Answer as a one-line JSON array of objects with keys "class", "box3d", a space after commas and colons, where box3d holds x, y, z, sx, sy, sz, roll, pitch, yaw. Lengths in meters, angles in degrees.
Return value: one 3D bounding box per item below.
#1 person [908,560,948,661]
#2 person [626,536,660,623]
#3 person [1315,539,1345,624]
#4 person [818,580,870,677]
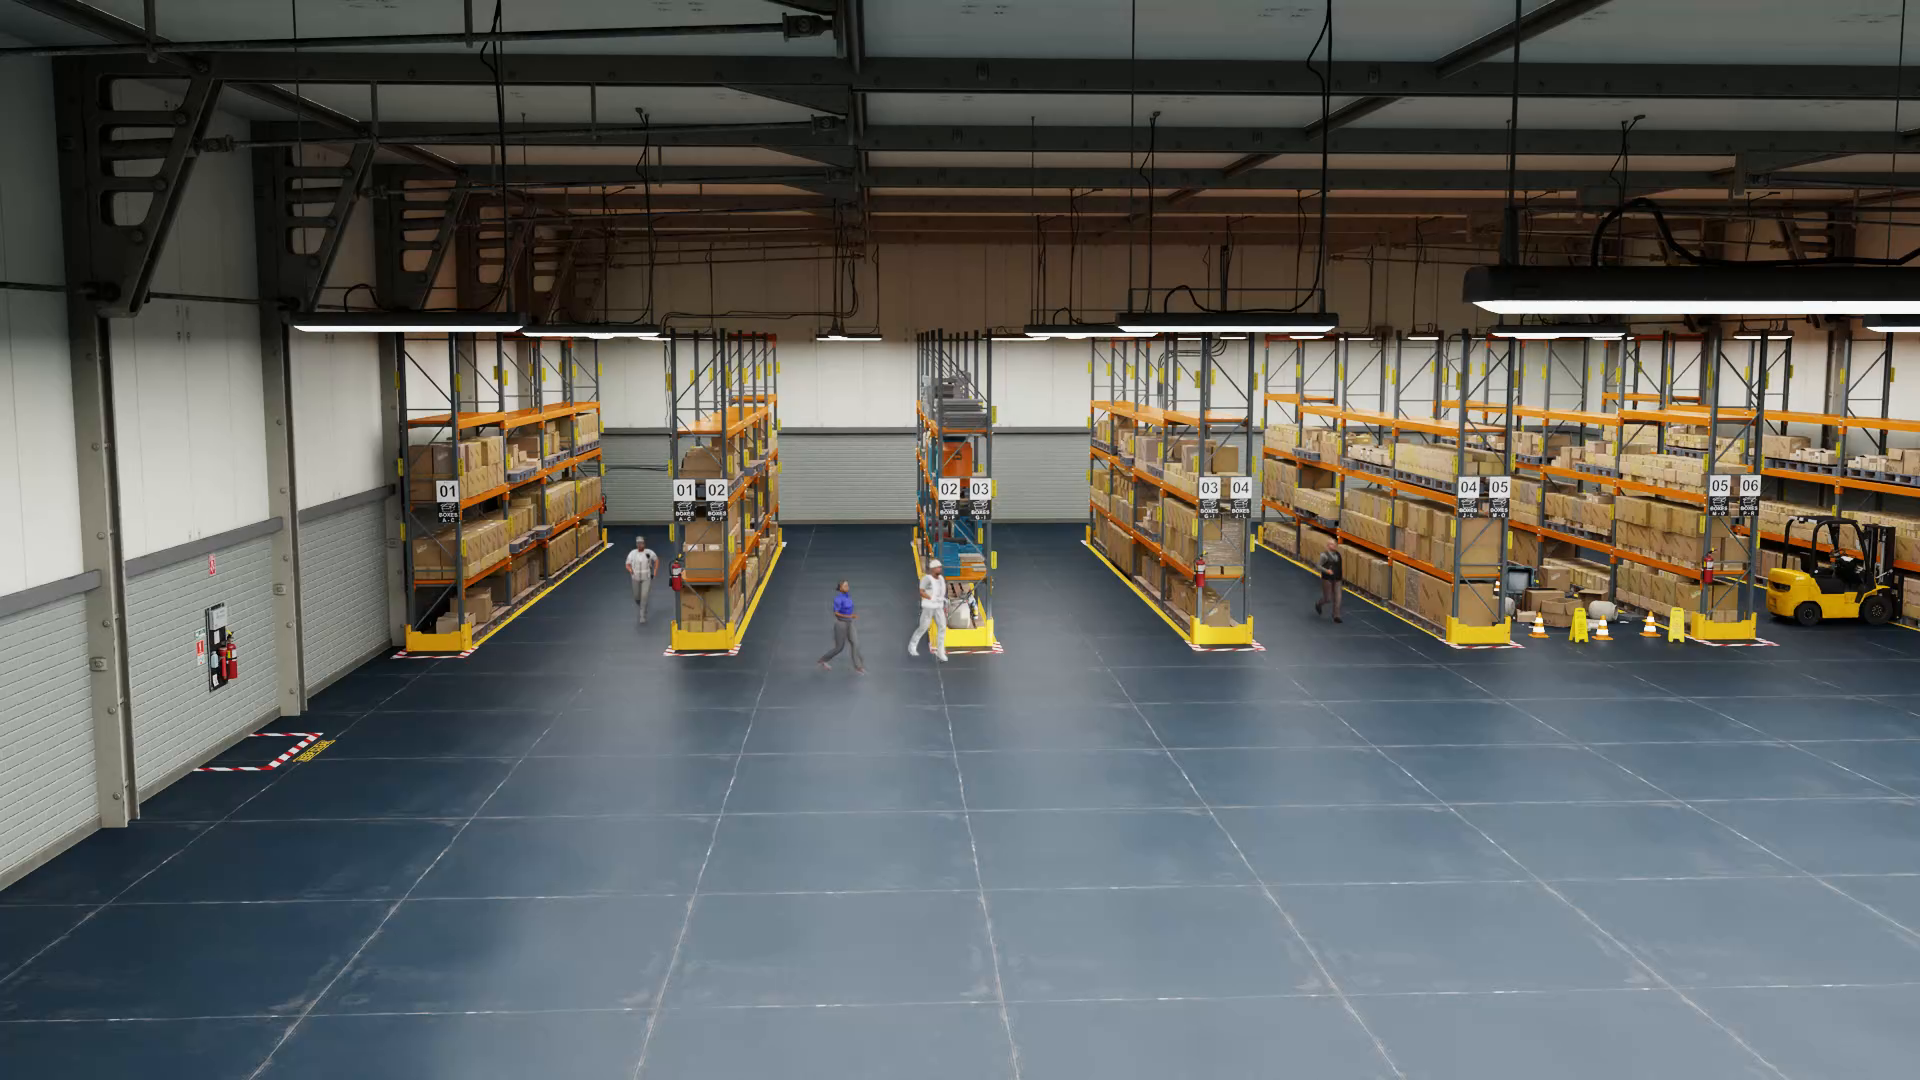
[{"class": "person", "box3d": [-0.457, 1.257, 30.299, 0.863, 1.791, 0.745, 6, 9, 43]}, {"class": "person", "box3d": [-6.593, 0.792, 34.516, 0.677, 1.753, 0.965, 0, 7, -3]}, {"class": "person", "box3d": [7.653, 0.837, 34.249, 0.663, 1.700, 0.926, -2, 7, -17]}, {"class": "person", "box3d": [-2.013, 1.527, 28.773, 0.935, 1.655, 0.589, 3, 7, 23]}]
